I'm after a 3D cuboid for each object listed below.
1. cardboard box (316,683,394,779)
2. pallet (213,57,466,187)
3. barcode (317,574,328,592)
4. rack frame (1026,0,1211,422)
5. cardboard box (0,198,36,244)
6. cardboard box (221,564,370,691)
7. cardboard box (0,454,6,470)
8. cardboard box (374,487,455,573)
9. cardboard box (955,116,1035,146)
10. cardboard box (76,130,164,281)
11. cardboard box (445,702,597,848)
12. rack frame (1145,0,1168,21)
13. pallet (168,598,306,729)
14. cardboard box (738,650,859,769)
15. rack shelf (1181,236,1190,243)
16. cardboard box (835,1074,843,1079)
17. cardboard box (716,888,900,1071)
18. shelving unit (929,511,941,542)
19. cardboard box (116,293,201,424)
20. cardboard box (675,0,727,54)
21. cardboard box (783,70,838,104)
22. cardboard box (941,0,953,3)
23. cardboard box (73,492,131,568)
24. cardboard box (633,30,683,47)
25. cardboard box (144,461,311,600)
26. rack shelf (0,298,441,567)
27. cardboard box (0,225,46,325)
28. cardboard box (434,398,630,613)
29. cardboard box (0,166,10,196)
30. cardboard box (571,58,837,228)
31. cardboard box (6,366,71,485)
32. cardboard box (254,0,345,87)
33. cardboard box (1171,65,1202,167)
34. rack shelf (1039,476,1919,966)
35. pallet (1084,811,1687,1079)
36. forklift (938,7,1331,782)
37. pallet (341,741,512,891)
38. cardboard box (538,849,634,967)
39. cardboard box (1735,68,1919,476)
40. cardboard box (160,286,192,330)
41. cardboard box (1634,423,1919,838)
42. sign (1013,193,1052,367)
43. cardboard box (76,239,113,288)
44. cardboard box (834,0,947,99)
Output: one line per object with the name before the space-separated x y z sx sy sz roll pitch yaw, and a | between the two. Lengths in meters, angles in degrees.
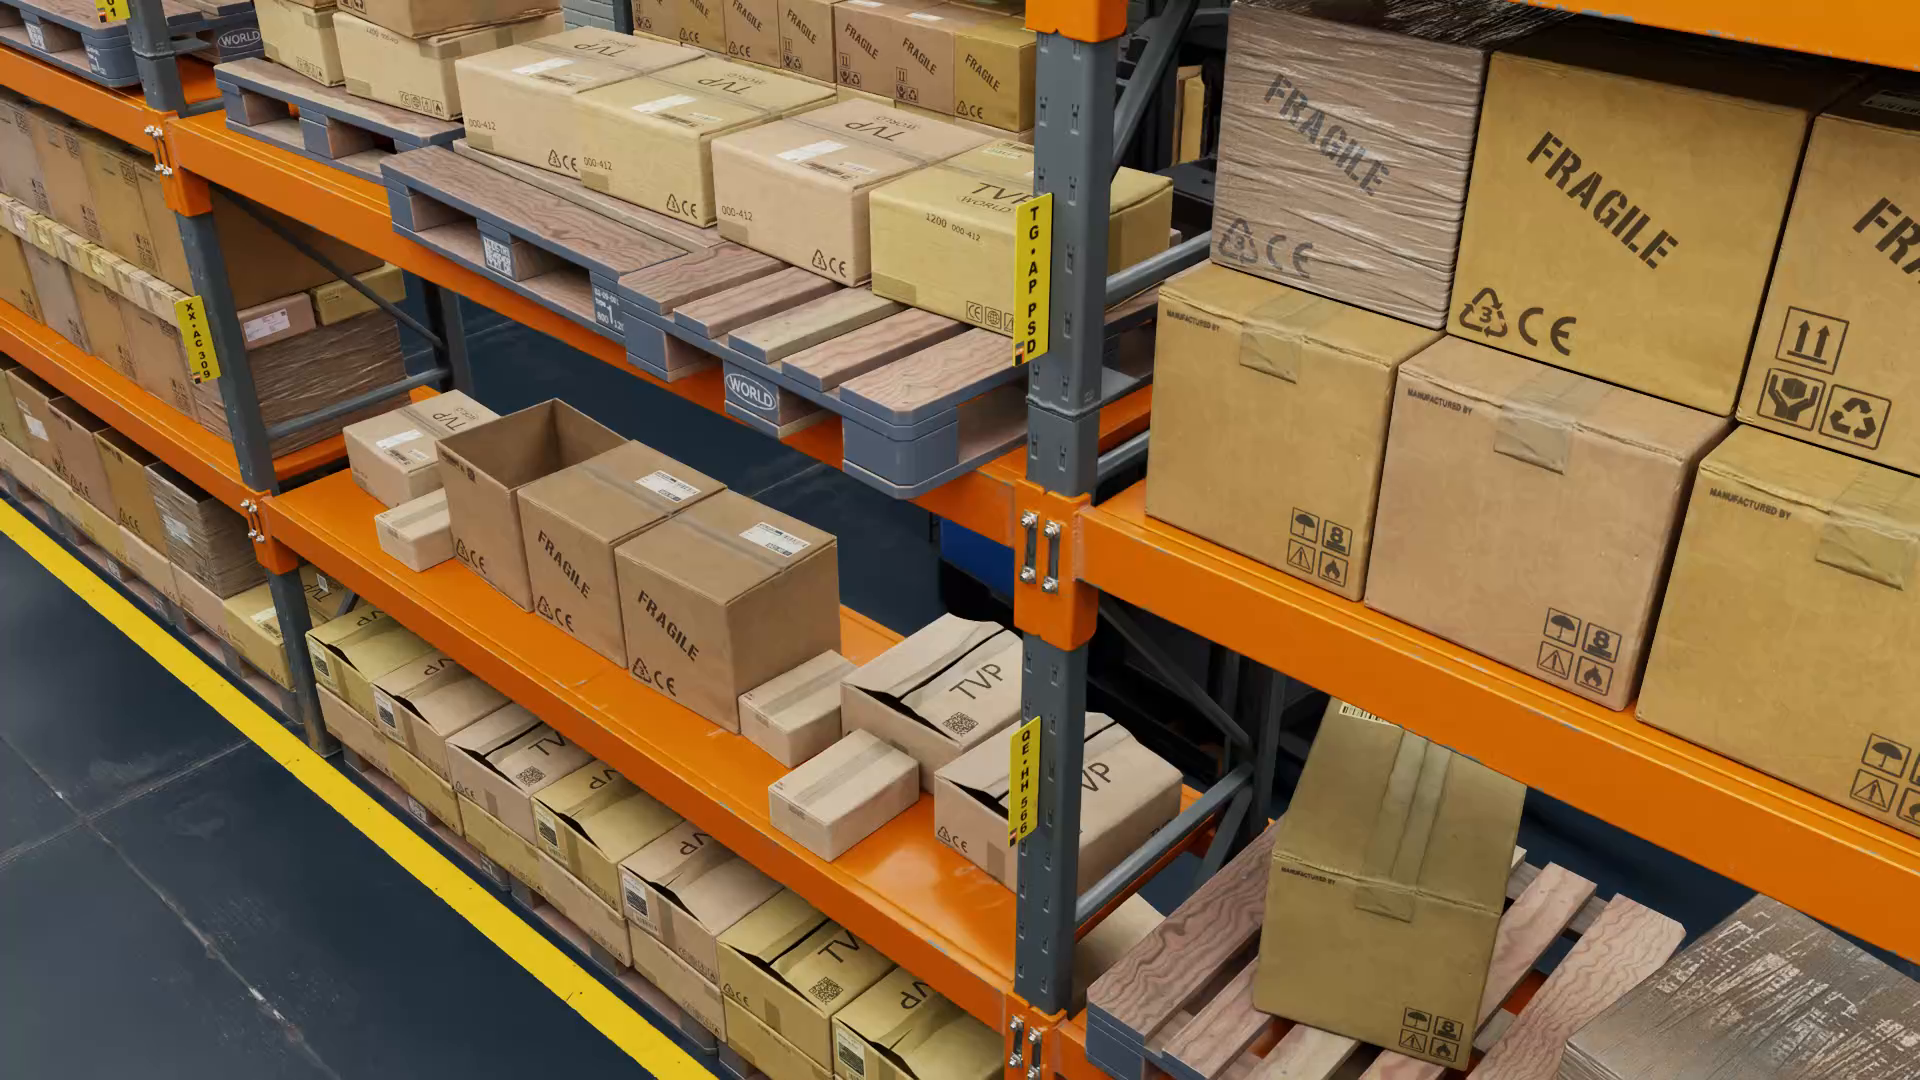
cardboard box | -2.316 0.685 6.962 0.500 0.250 0.500 24 38 34
pallet | -1.787 -1.450 5.527 1.217 0.209 0.805 23 38 33
barcode | -2.539 0.171 6.623 0.075 0.075 0.001 25 39 35
rack frame | 0.516 -1.733 2.904 0.127 3.000 1.000 25 39 35
cardboard box | -4.129 -1.502 7.611 0.250 0.149 0.380 25 39 36
cardboard box | -2.940 0.374 7.479 0.500 0.250 0.500 25 39 35
cardboard box | -5.167 -0.663 9.201 0.500 0.250 0.500 25 39 35
cardboard box | -1.929 -0.055 6.176 0.250 0.149 0.380 25 39 35
cardboard box | 0.318 -2.435 10.013 0.500 0.250 0.500 25 39 35
cardboard box | -3.158 -1.471 6.931 0.500 0.500 0.700 25 39 35
cardboard box | -1.558 0.803 6.223 0.500 0.311 0.500 24 38 34
rack frame | 0.872 -2.443 9.899 0.127 3.000 1.000 25 39 35
pallet | -3.011 0.356 7.954 1.213 0.211 1.003 25 39 35
cardboard box | -0.467 0.525 5.213 0.380 0.149 0.250 -26 40 -36
rack shelf | 2.355 -1.442 8.935 4.000 0.370 1.077 25 39 35
cardboard box | -0.037 1.746 5.199 0.500 0.250 0.500 26 40 36
cardboard box | -0.427 1.331 5.347 0.500 0.311 0.500 24 39 34
shelving unit | -0.011 -0.519 8.449 0.189 1.200 0.258 25 39 35
cardboard box | -3.178 -0.921 7.275 0.500 0.500 0.700 25 39 35
cardboard box | -1.582 -3.638 11.283 0.500 0.500 0.500 25 39 35
cardboard box | -0.803 -2.952 10.872 0.500 0.250 0.500 25 39 36
cardboard box | -0.083 -3.306 10.732 0.500 0.500 0.500 26 40 36
cardboard box | -4.056 -0.143 8.338 0.500 0.250 0.500 25 39 35
cardboard box | -1.945 -3.481 11.750 0.500 0.250 0.500 24 38 34
cardboard box | -3.303 -0.125 7.581 0.500 0.500 0.500 25 39 35
rack shelf | -3.932 -0.931 8.086 4.000 0.370 1.077 25 39 35
cardboard box | -4.321 -1.454 8.160 0.500 0.500 0.700 25 39 35
cardboard box | -1.500 -0.136 5.970 0.500 0.500 0.500 -26 40 -36
cardboard box | -4.270 -1.991 7.795 0.500 0.500 0.700 25 39 35
cardboard box | -0.675 -1.076 4.459 0.500 0.250 0.500 24 39 34
cardboard box | -4.415 -0.644 8.443 0.500 0.500 0.500 25 39 35
cardboard box | -1.999 -1.731 5.547 0.500 0.250 0.500 -25 39 -35
cardboard box | 1.227 -2.485 9.446 0.500 0.500 0.700 25 39 35
rack shelf | 1.999 0.552 2.713 4.000 0.370 1.077 25 39 35
pallet | 1.066 1.127 4.155 1.003 0.211 1.213 25 39 35
forklift | 1.244 -0.530 6.789 1.130 2.935 3.031 -25 39 -35
pallet | -1.877 0.888 7.071 1.213 0.211 1.003 25 39 35
cardboard box | -1.176 1.217 6.078 0.500 0.250 0.500 26 40 36
cardboard box | 1.592 -0.413 2.552 0.500 0.500 0.500 25 39 35
cardboard box | -2.977 -0.966 6.721 0.250 0.149 0.380 24 39 34
cardboard box | 1.626 0.004 2.830 0.500 0.500 0.910 25 39 35
sign | 0.138 -0.494 3.176 0.005 0.325 0.100 25 39 35
cardboard box | -3.548 -1.233 7.164 0.250 0.149 0.380 25 39 35
cardboard box | -0.426 -3.103 10.394 0.500 0.500 0.500 24 38 34
